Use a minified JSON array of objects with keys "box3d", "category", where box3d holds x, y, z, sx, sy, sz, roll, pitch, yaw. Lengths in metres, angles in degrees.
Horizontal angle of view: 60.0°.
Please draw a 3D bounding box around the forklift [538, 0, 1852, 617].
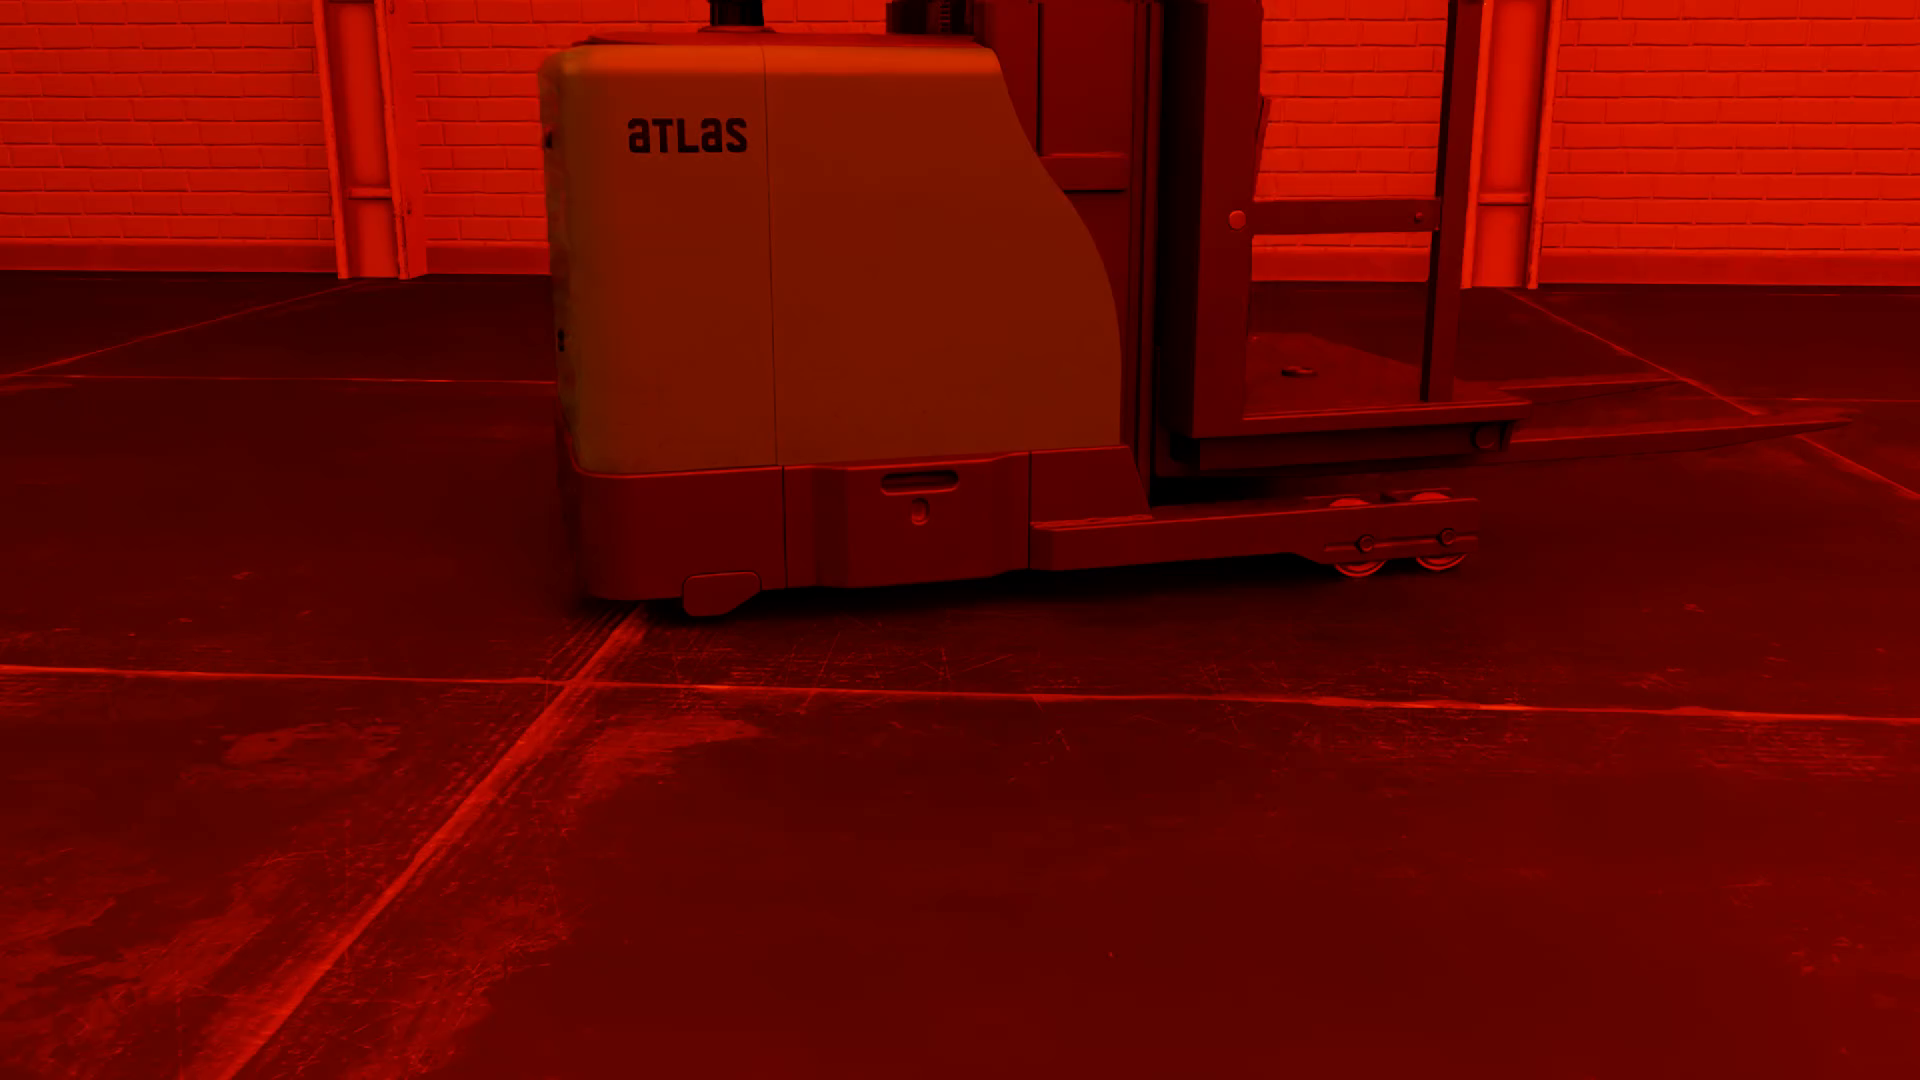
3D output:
[{"box3d":[0.616,-1.464,3.613,3.031,2.935,1.130,-4,16,-15],"category":"forklift"}]
